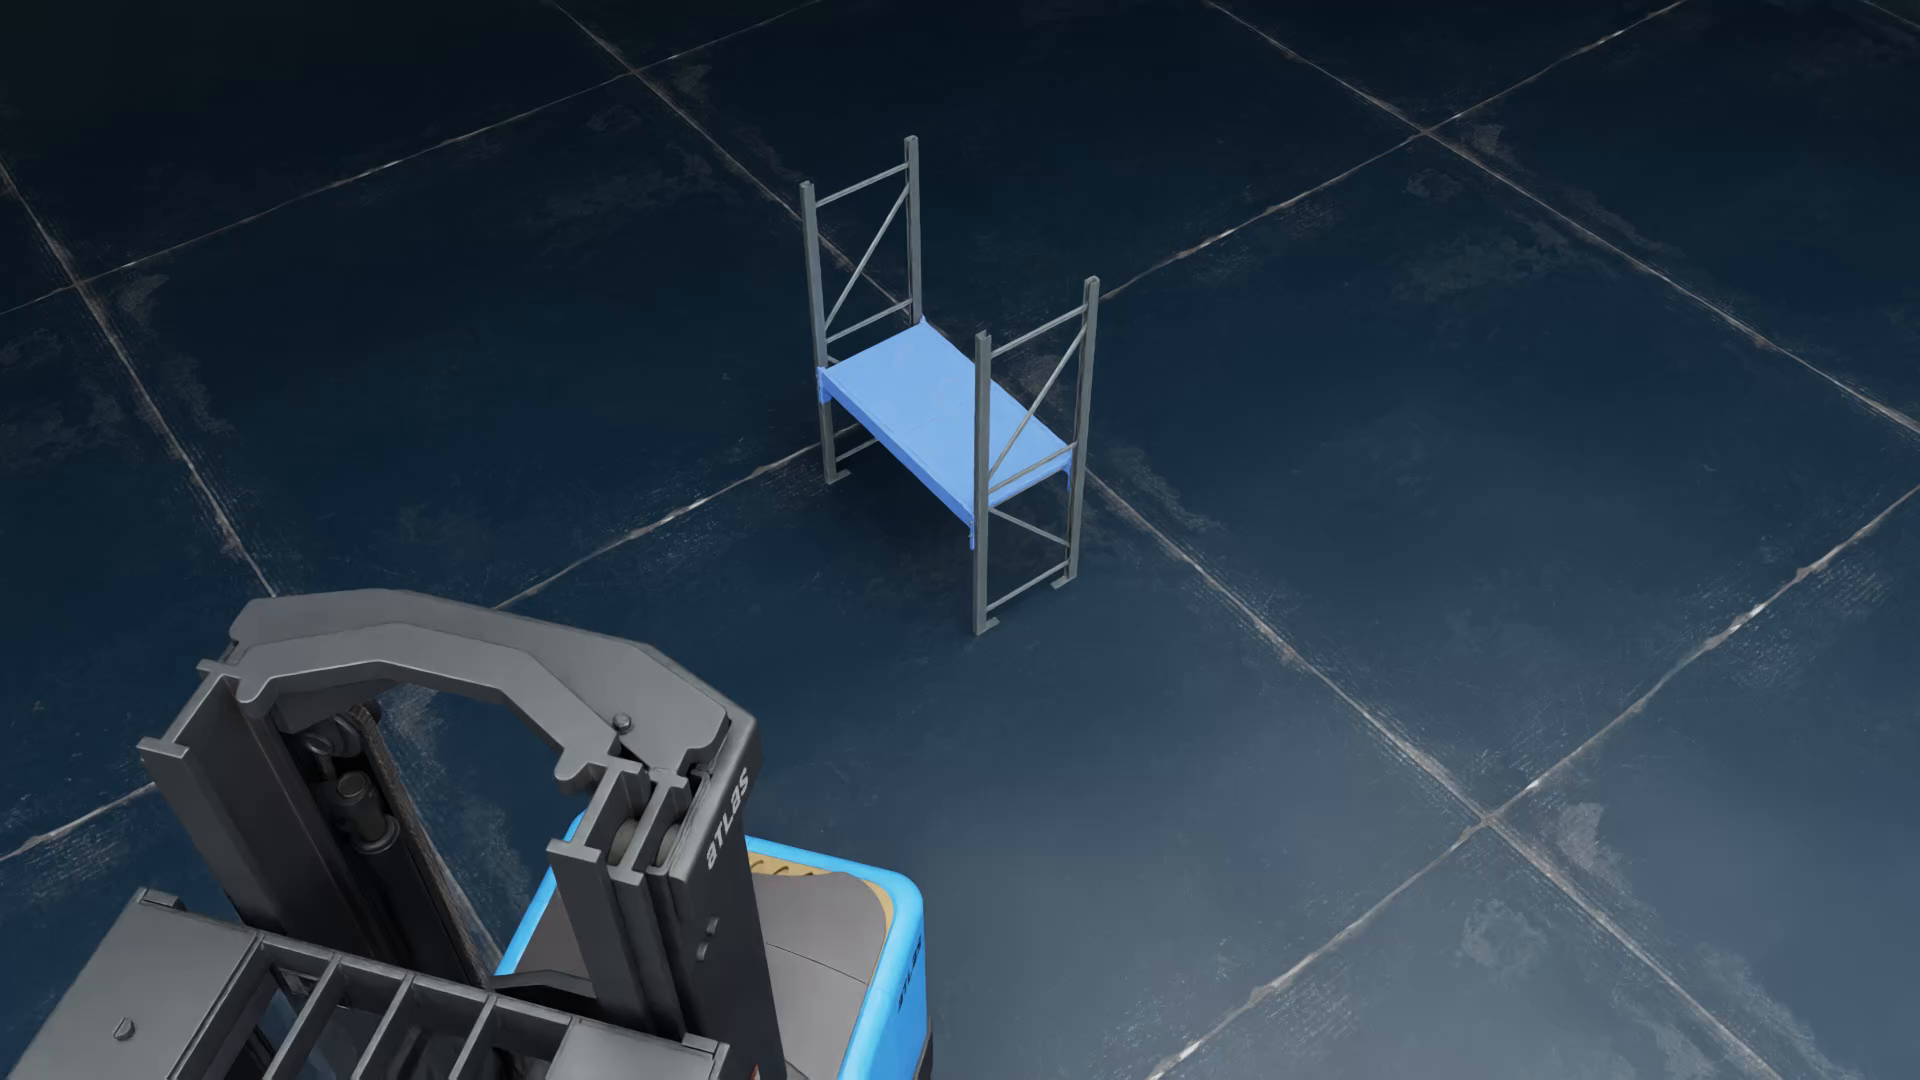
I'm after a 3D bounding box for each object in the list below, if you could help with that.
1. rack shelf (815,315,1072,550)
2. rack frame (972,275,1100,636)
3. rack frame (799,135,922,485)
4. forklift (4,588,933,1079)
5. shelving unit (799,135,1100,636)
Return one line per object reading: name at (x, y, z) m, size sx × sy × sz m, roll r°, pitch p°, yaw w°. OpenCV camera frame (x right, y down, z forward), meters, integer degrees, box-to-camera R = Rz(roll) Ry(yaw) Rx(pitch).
rack shelf at (-0.052, -0.433, 6.372) m, size 0.538 × 0.185 × 1.000 m, roll -29°, pitch 54°, yaw -24°
rack frame at (0.256, -0.254, 5.967) m, size 0.500 × 1.500 × 0.032 m, roll -29°, pitch 54°, yaw -24°
rack frame at (-0.359, -0.854, 6.511) m, size 0.500 × 1.500 × 0.032 m, roll -29°, pitch 54°, yaw -24°
forklift at (-0.970, 1.608, 3.313) m, size 1.130 × 2.935 × 3.031 m, roll 12°, pitch 49°, yaw 10°
shelving unit at (-0.052, -0.554, 6.239) m, size 0.538 × 1.500 × 1.048 m, roll -29°, pitch 54°, yaw -24°
